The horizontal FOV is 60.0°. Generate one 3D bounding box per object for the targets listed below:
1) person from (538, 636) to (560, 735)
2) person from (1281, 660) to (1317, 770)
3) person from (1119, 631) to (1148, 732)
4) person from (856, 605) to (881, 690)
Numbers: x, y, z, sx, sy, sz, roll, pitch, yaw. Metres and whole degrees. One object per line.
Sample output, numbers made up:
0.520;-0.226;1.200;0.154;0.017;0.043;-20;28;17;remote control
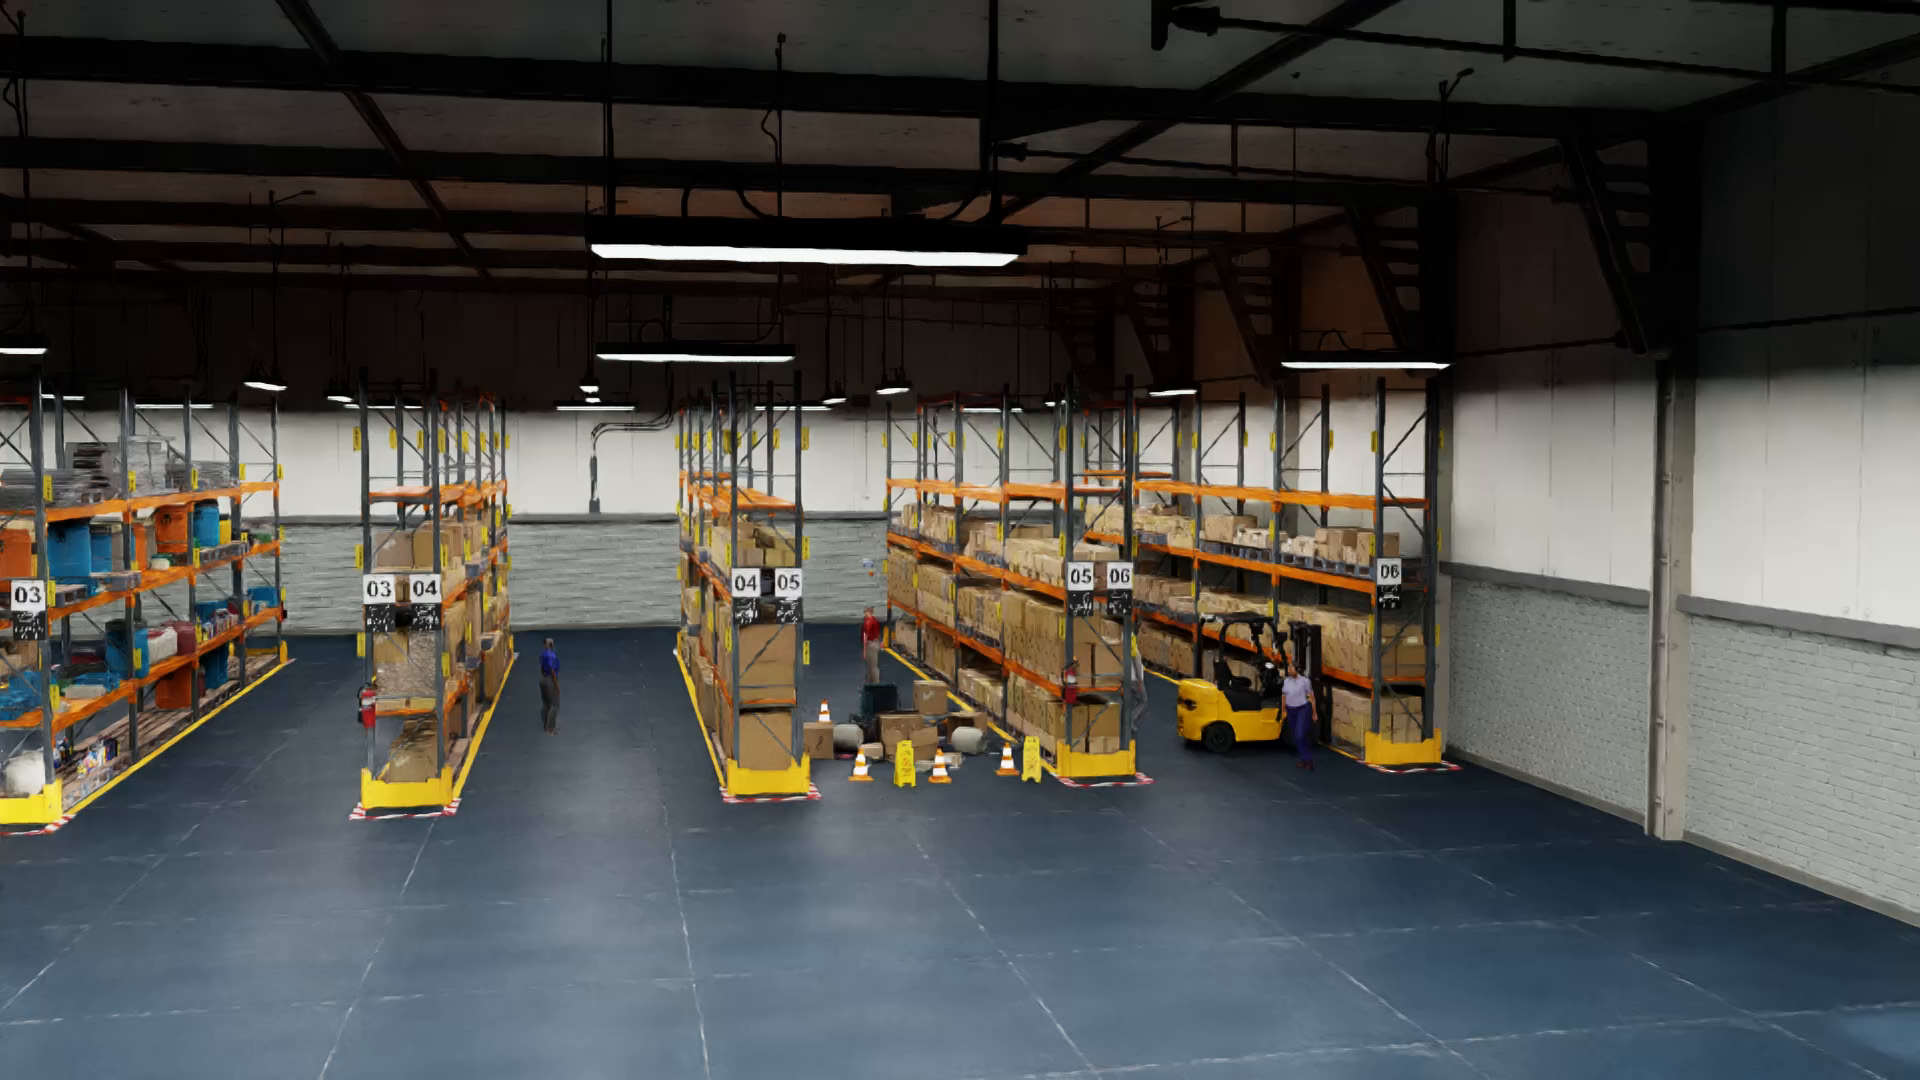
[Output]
-7.011;2.502;28.516;0.360;1.724;0.522;-3;4;-40;person
5.213;2.669;25.469;0.475;1.625;0.608;-3;5;-44;person
2.919;2.425;28.493;0.446;1.761;0.569;-3;4;-39;person
-1.816;2.158;33.072;0.597;1.721;0.668;1;3;13;person
